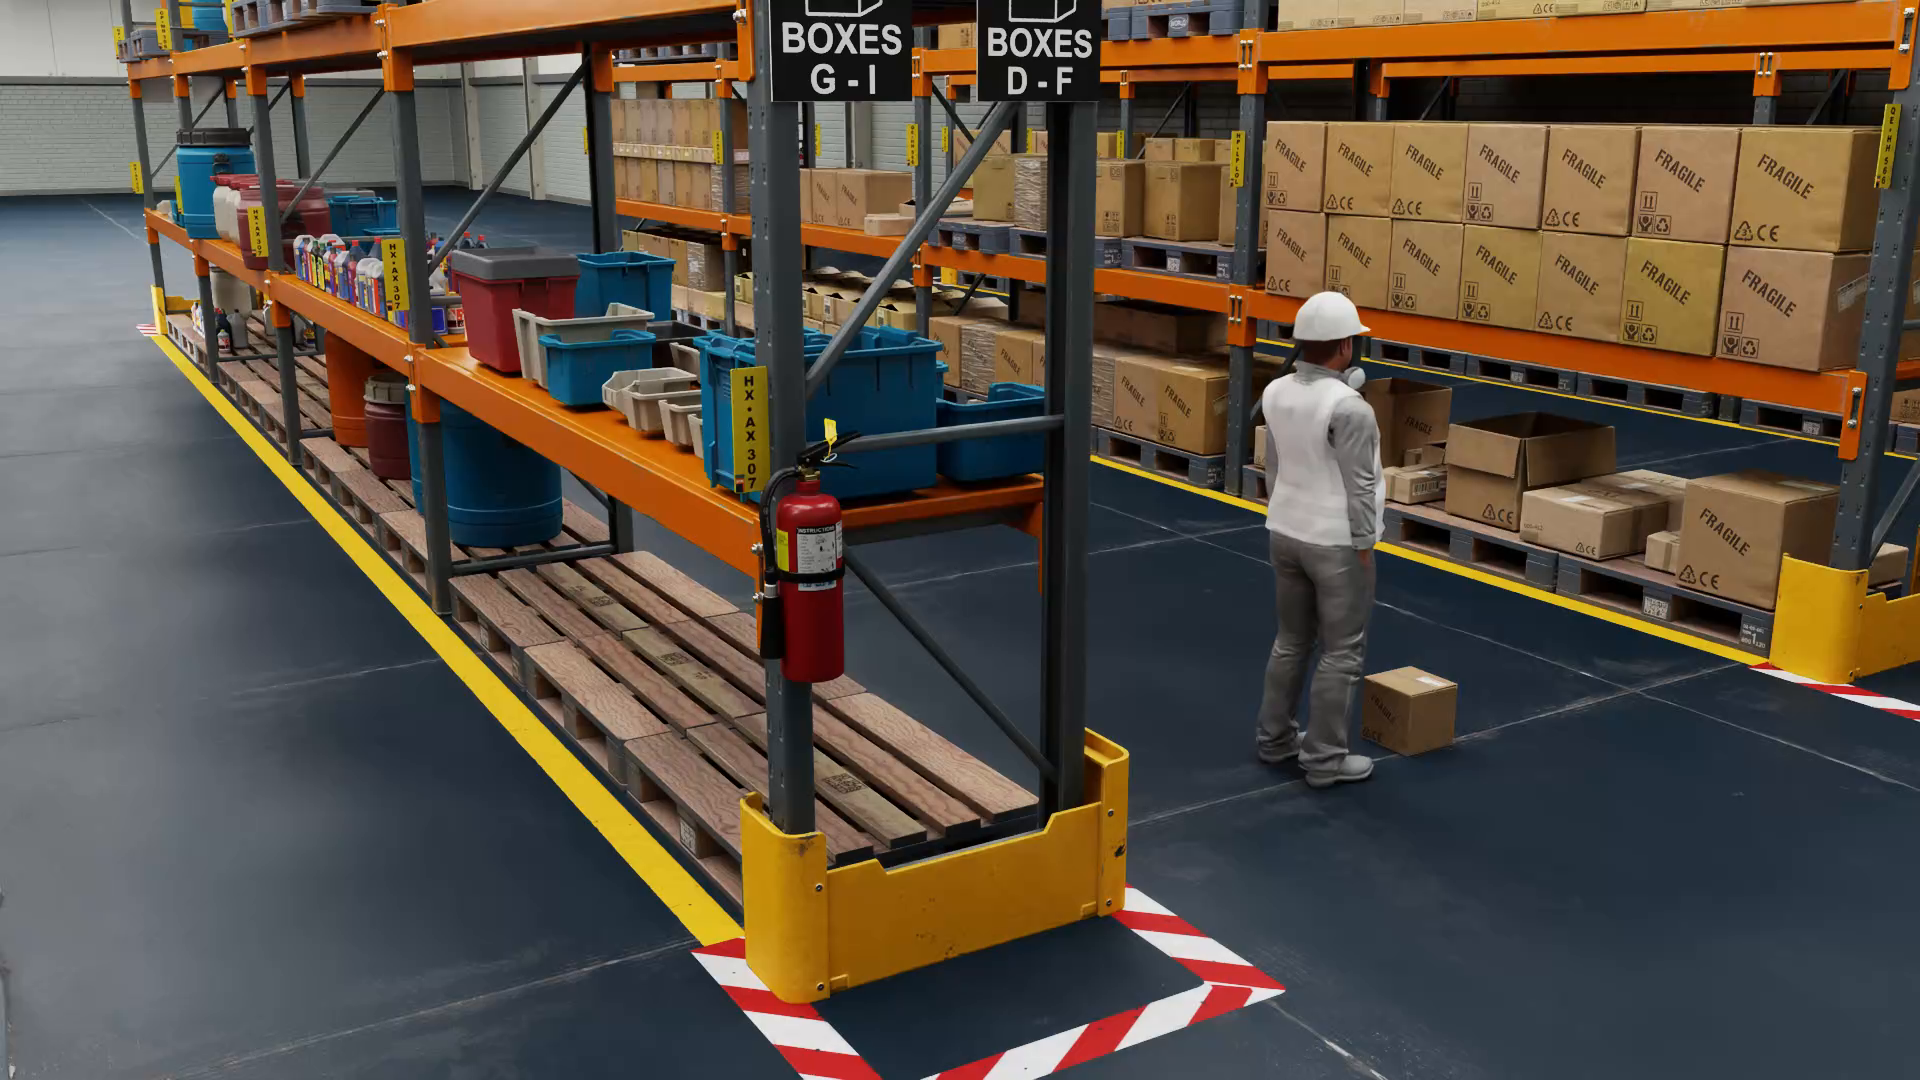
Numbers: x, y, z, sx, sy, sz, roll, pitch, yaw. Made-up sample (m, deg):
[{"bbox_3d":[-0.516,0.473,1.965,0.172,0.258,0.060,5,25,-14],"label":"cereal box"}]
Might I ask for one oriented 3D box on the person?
[{"bbox_3d":[1.308,-0.012,6.028,0.360,1.767,0.532,-8,17,-29],"label":"person"}]
